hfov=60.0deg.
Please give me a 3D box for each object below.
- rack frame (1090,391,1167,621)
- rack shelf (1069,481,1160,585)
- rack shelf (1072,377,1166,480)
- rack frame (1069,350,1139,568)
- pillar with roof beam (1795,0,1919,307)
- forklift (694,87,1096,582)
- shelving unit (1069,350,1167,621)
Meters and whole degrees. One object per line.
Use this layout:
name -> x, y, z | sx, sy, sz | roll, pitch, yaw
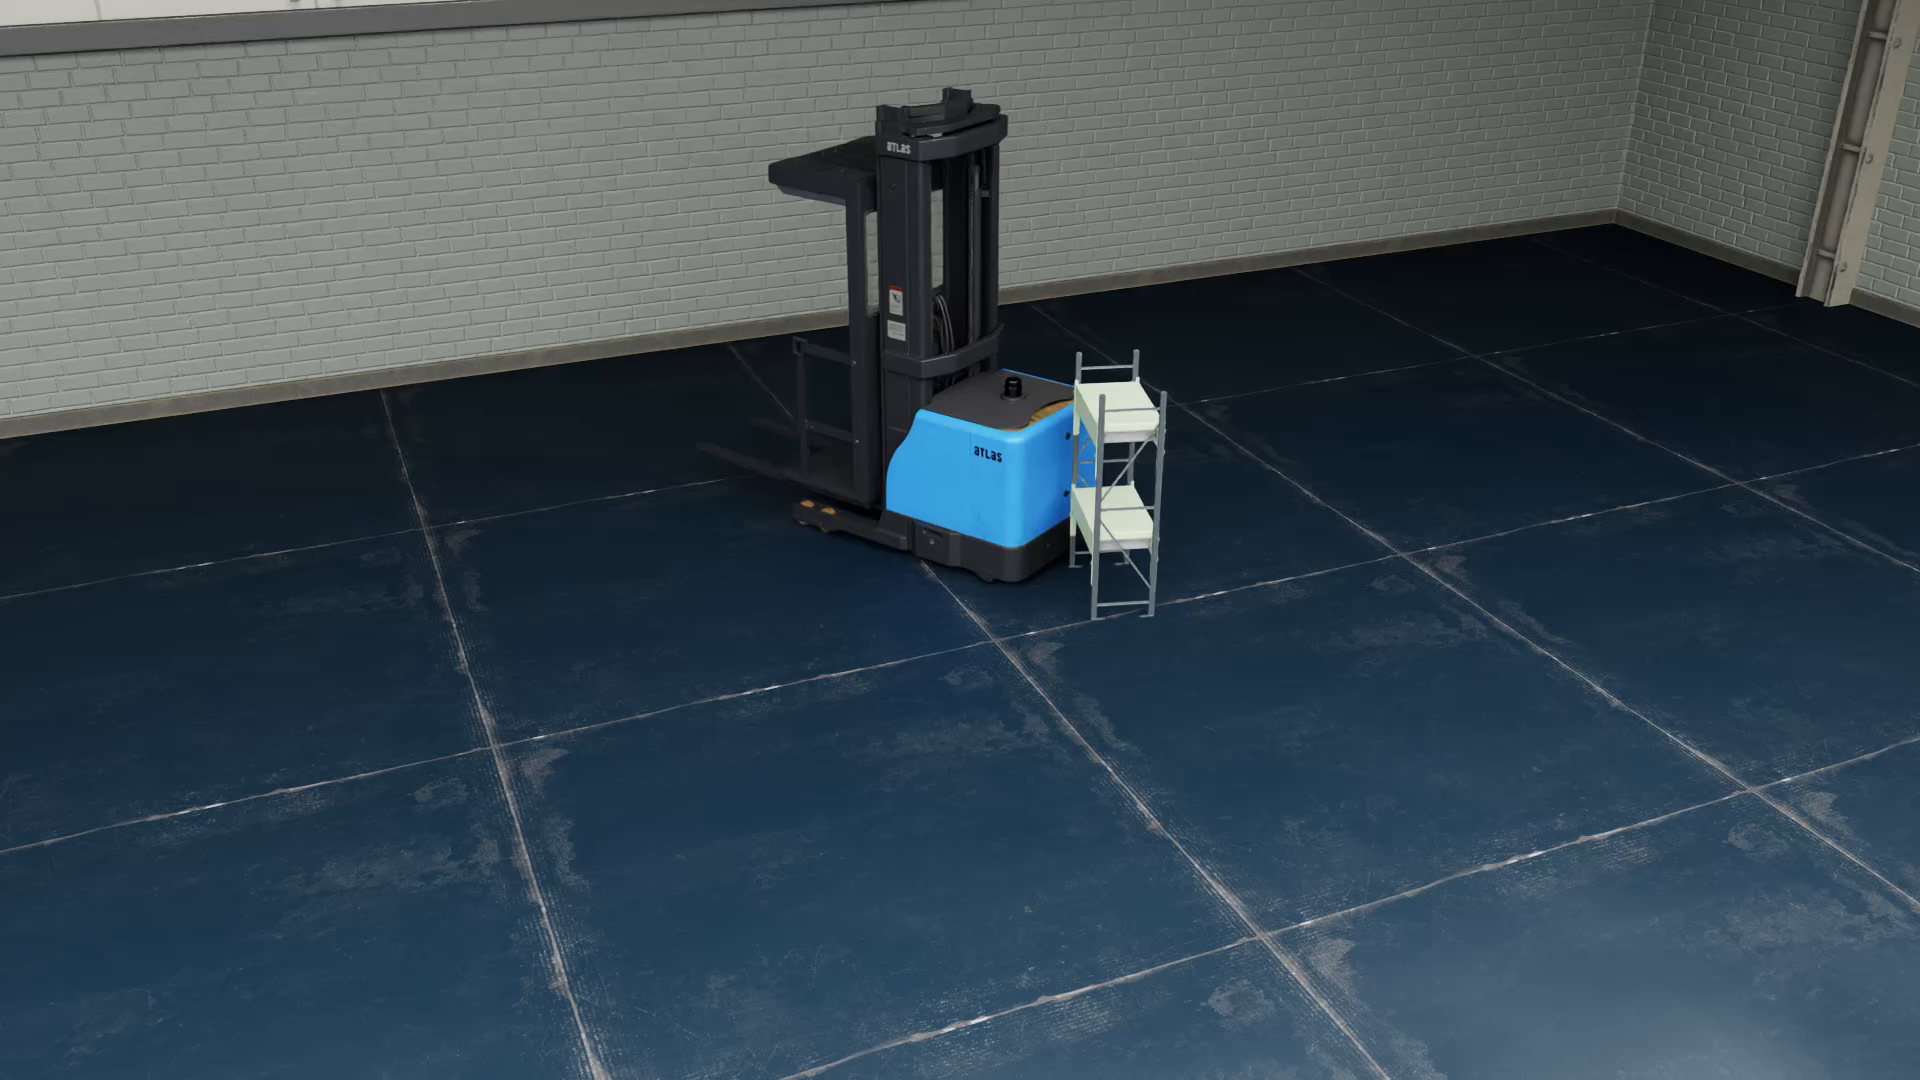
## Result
rack frame -> 1.015, -0.186, 10.067 | 0.400, 1.500, 0.023 | -3, 26, -6
rack shelf -> 0.969, -0.052, 10.536 | 0.431, 0.370, 0.720 | -3, 26, -6
rack shelf -> 0.969, -0.696, 10.222 | 0.431, 0.370, 0.720 | -3, 26, -6
rack frame -> 0.923, -0.504, 10.720 | 0.400, 1.500, 0.023 | -3, 26, -6
pillar with roof beam -> 4.443, -5.650, 12.711 | 9.100, 9.000, 0.400 | -11, 28, -21
forklift -> -0.555, -1.542, 11.213 | 3.031, 2.935, 1.130 | 18, 31, 32
shelving unit -> 0.969, -0.345, 10.393 | 0.431, 1.500, 0.755 | -3, 26, -6
